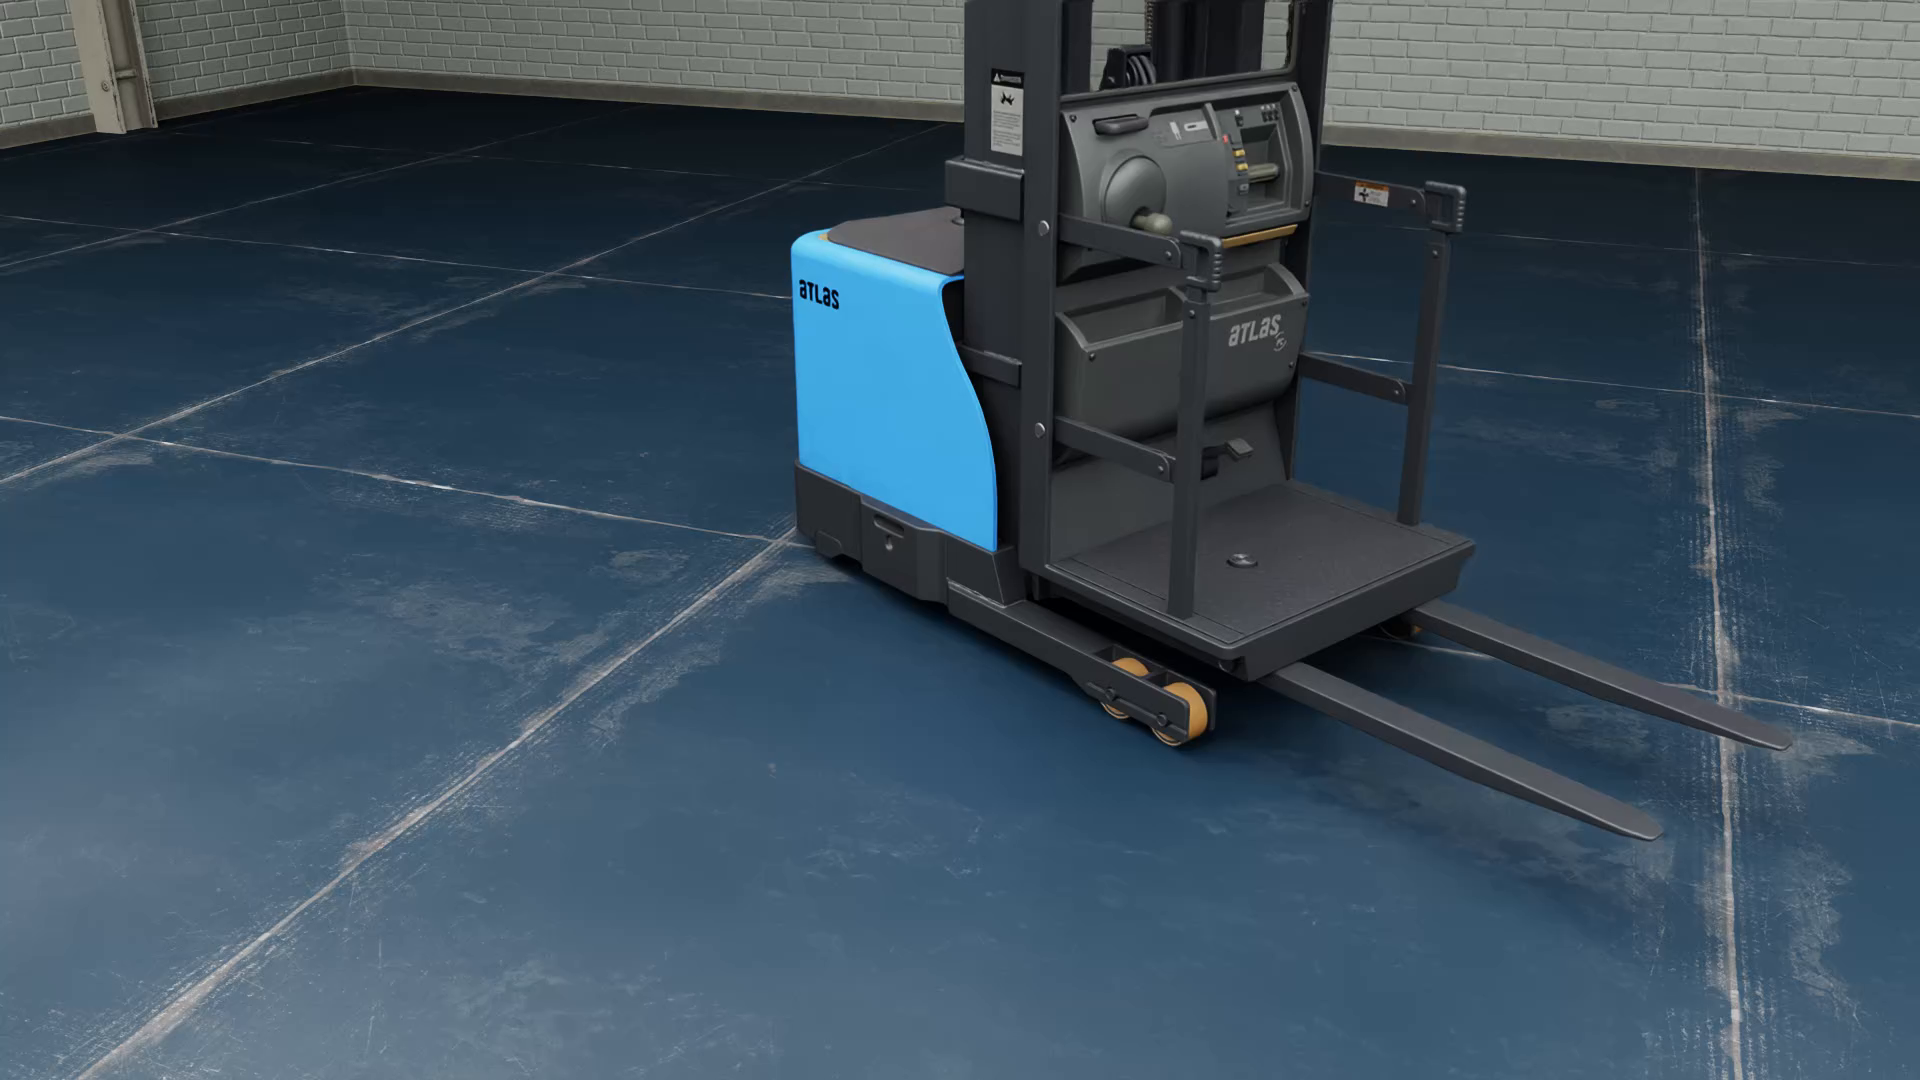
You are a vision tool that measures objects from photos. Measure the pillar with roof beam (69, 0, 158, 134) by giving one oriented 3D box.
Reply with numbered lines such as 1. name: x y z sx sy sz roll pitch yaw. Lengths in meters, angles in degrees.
1. pillar with roof beam: -3.054 -7.011 10.861 9.100 9.000 0.400 9 24 20

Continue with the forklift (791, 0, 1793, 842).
1. forklift: 0.779 -1.023 4.397 1.130 2.935 3.031 -18 29 -37
